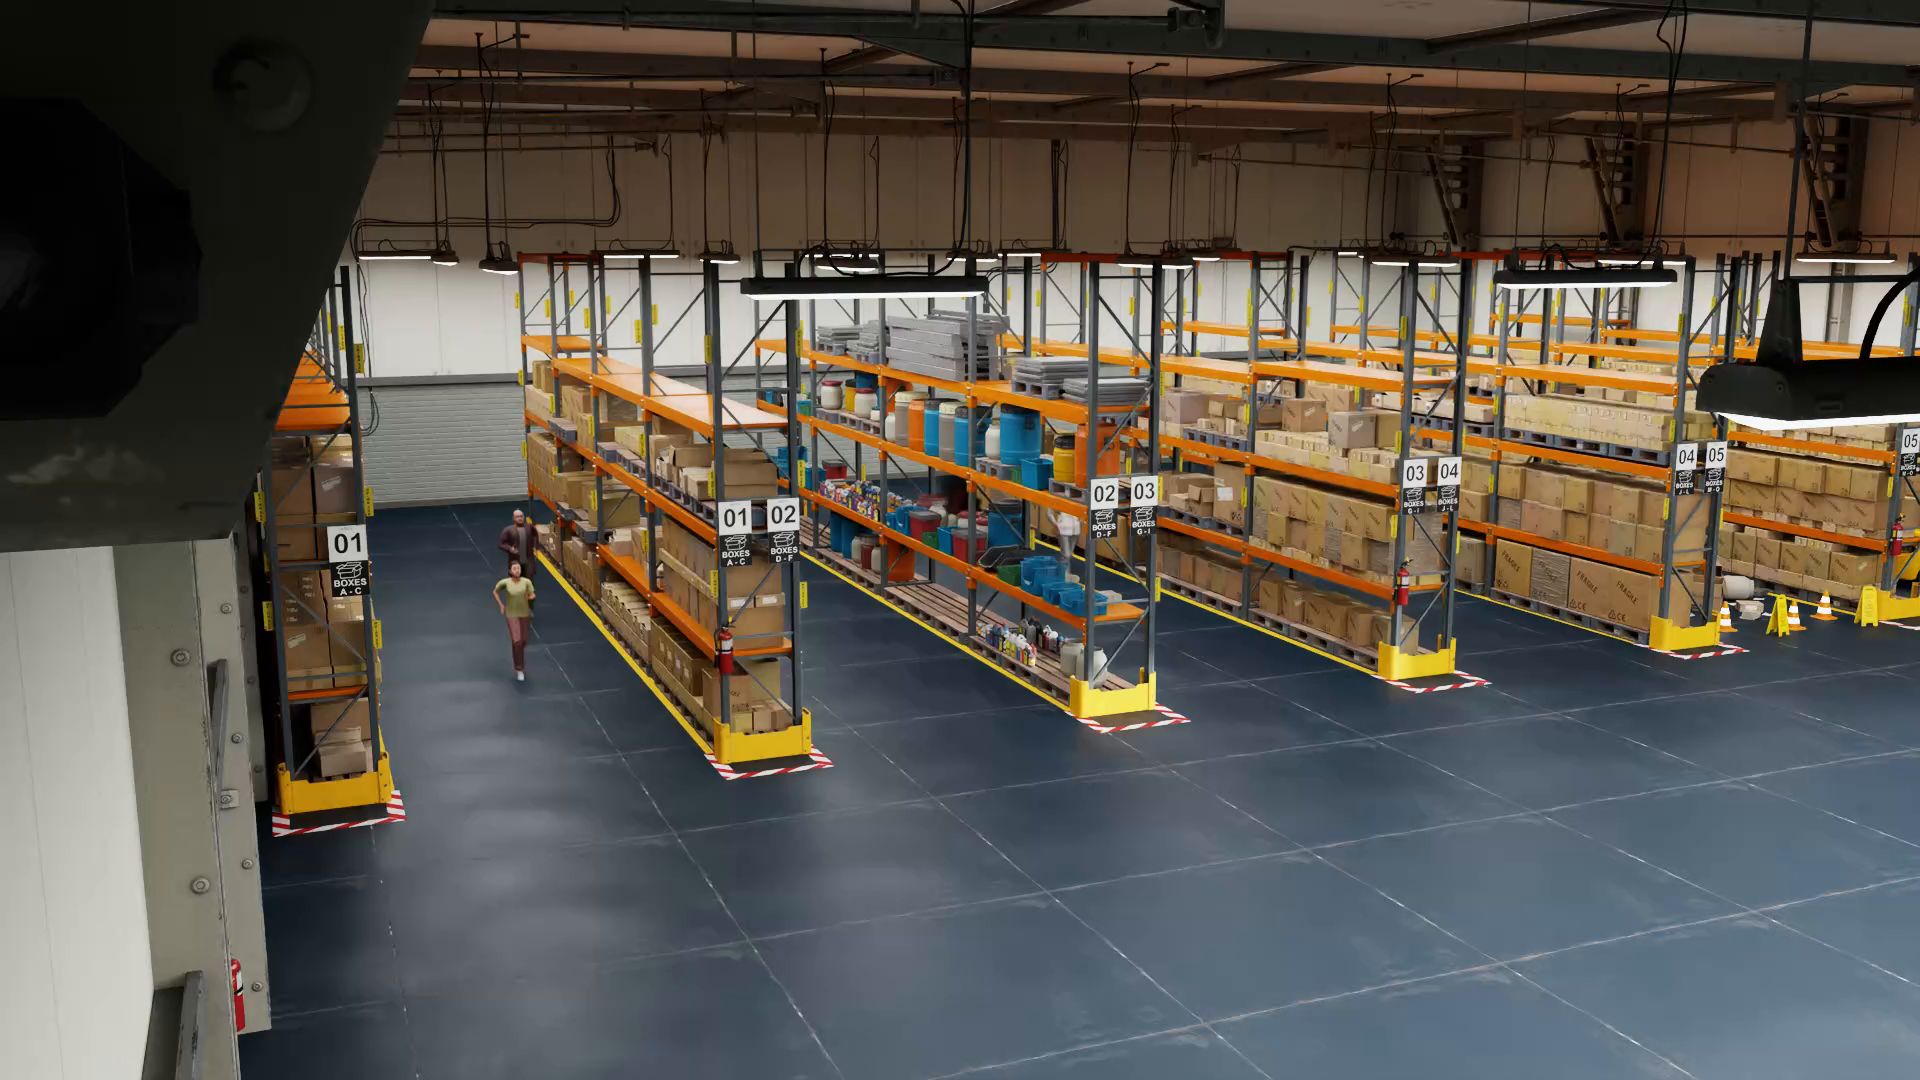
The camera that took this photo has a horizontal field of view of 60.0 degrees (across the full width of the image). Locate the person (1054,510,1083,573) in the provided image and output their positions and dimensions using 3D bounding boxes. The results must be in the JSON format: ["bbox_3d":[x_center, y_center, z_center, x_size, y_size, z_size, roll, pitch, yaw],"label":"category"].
[{"bbox_3d":[1.863,-0.065,28.965,0.502,1.864,0.680,-6,12,-29],"label":"person"}]

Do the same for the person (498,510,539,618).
[{"bbox_3d":[-7.397,0.372,28.017,0.712,1.776,1.037,-5,12,-26],"label":"person"}]

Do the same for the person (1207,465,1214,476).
[{"bbox_3d":[6.588,-2.373,43.266,0.878,1.724,0.661,-10,14,-43],"label":"person"}]

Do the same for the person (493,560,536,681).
[{"bbox_3d":[-6.430,1.140,24.156,0.563,1.720,0.729,-6,12,-31],"label":"person"}]
